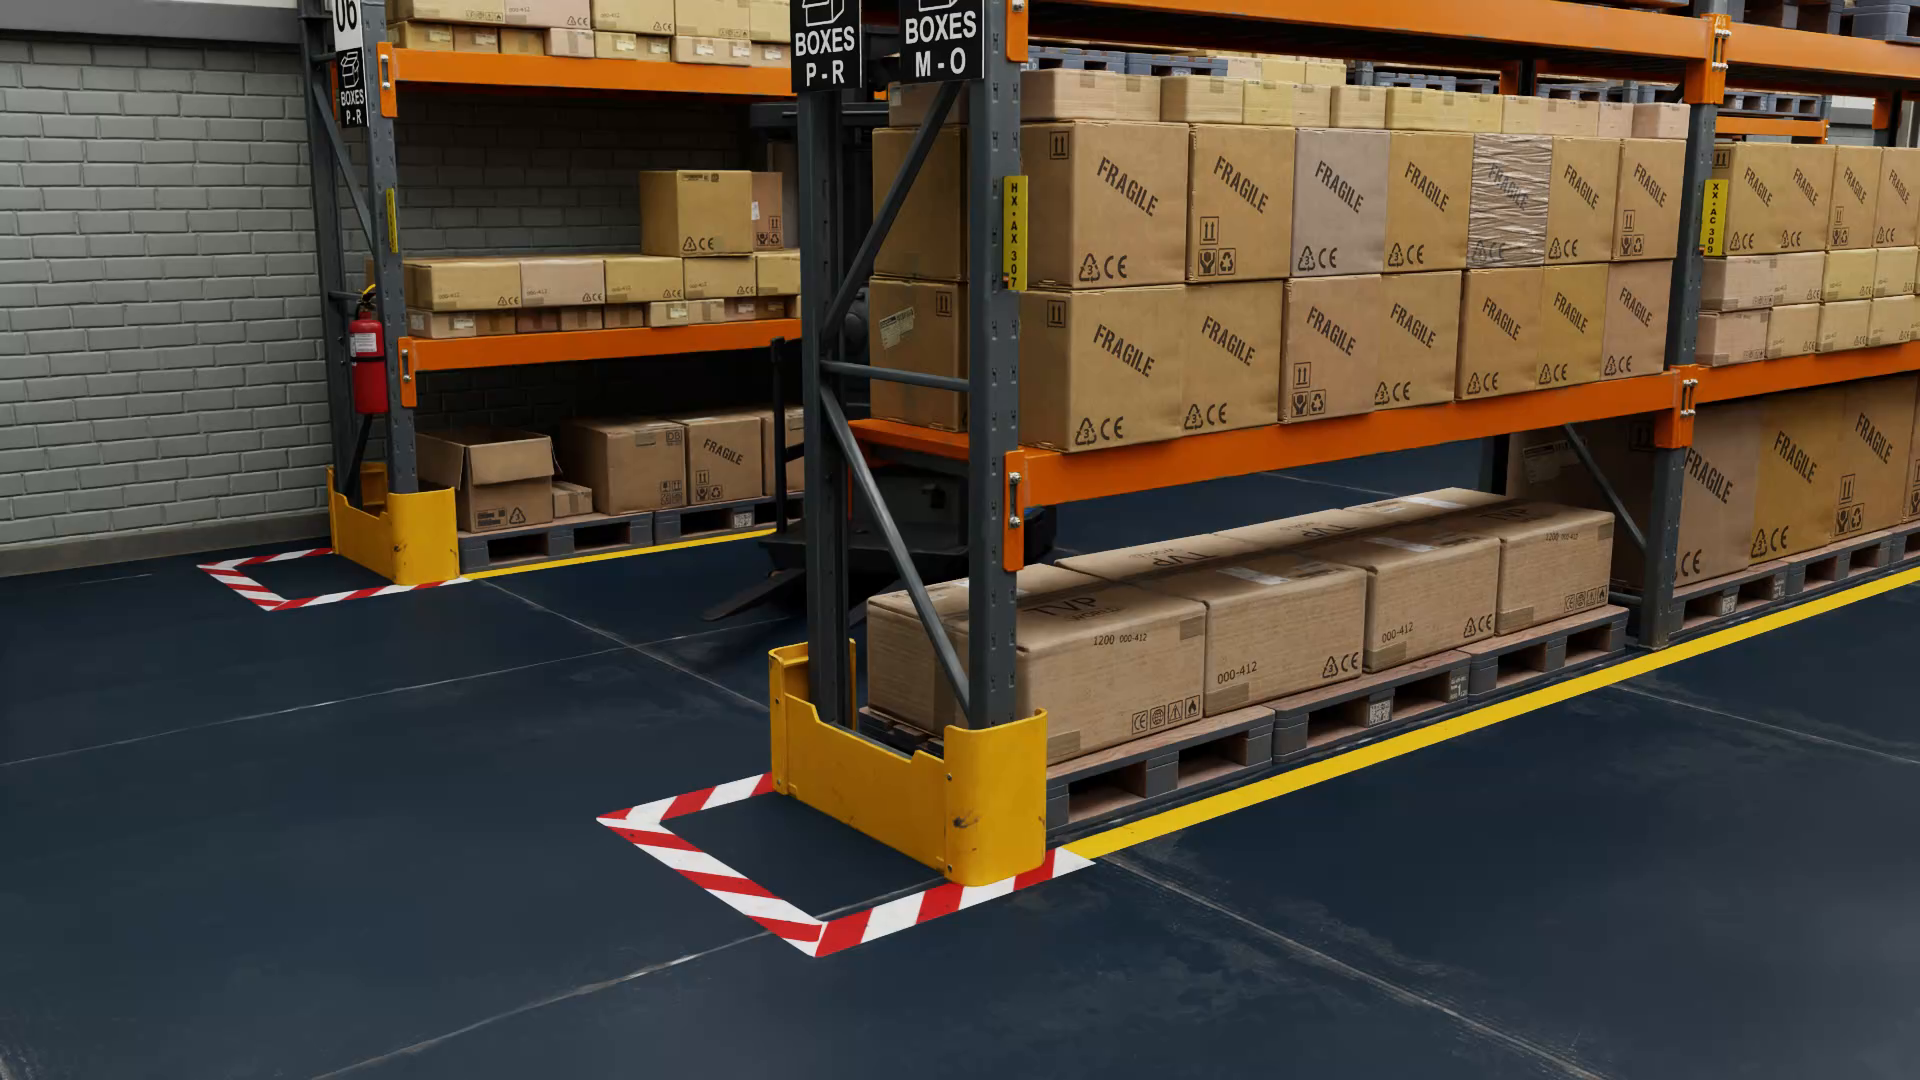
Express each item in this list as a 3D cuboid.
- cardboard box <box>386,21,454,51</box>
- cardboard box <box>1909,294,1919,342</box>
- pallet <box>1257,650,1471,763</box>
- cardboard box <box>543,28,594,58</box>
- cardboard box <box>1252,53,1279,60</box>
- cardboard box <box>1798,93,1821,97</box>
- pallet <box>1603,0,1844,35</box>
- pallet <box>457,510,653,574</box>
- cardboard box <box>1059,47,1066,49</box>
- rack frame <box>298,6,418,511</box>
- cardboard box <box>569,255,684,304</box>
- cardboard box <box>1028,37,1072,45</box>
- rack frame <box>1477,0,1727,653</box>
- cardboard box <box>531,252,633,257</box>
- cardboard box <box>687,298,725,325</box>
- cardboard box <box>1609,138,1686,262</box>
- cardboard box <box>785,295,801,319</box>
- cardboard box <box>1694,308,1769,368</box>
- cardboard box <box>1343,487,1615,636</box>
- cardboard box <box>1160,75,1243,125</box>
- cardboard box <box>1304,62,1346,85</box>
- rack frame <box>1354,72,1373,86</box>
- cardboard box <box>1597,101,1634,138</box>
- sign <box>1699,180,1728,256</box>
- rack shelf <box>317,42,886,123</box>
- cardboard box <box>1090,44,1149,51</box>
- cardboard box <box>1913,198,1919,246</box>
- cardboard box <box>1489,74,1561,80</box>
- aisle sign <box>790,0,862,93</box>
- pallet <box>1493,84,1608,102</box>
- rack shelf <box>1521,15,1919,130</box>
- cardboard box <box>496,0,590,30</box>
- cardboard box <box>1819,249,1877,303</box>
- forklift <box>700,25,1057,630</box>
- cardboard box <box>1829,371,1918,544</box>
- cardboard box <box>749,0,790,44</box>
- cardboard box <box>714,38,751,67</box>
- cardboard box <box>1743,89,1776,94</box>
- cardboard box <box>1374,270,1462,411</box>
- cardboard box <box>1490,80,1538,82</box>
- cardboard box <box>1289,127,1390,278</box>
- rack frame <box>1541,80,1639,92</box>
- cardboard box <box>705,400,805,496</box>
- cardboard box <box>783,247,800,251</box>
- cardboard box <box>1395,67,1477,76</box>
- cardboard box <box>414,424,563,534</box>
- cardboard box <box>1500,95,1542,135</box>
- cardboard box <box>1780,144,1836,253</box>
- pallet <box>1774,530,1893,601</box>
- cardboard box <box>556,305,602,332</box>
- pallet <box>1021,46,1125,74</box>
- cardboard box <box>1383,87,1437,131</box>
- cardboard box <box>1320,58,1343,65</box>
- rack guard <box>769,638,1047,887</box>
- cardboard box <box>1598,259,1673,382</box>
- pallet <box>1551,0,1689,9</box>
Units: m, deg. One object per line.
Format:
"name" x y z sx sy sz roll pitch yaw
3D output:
"cardboard box" -2.892 -2.668 8.857 0.250 0.149 0.380 -9 15 -36
"cardboard box" 5.040 -1.241 9.114 0.500 0.250 0.500 -10 15 -38
"pallet" 1.345 0.574 6.916 1.213 0.211 1.003 -9 15 -38
"cardboard box" -2.234 -2.753 9.255 0.250 0.149 0.380 -9 15 -36
"cardboard box" 2.232 -3.763 12.806 0.250 0.149 0.380 -9 15 -38
"cardboard box" 9.014 -5.070 18.070 0.500 0.500 0.500 -9 15 -36
"pallet" 3.626 -2.535 8.087 1.217 0.209 0.805 -10 16 -40
"pallet" -2.605 -0.070 9.949 1.213 0.211 1.003 -9 15 -38
"cardboard box" 0.577 -3.605 12.014 0.250 0.149 0.380 -10 16 -39
"rack frame" -3.286 -1.320 9.125 0.127 3.000 1.000 -9 15 -38
"cardboard box" -1.976 -1.539 9.802 0.500 0.250 0.500 -10 15 -39
"cardboard box" 0.543 -3.440 11.241 0.250 0.149 0.380 -9 15 -37
"rack frame" 2.941 -1.035 7.781 0.127 3.000 1.000 -9 15 -38
"cardboard box" -2.300 -1.625 10.207 0.500 0.250 0.500 -9 15 -36
"cardboard box" -1.628 -1.392 10.069 0.250 0.149 0.380 -9 15 -36
"cardboard box" 2.745 -1.467 7.167 0.500 0.500 0.500 -10 15 -38
"cardboard box" -1.035 -1.492 10.538 0.250 0.149 0.380 -10 15 -38
"cardboard box" 3.450 -0.976 7.863 0.500 0.250 0.500 -10 15 -39
"cardboard box" 2.384 0.077 7.701 0.875 0.438 0.875 -10 15 -38
"cardboard box" 0.703 -1.433 5.446 0.250 0.149 0.380 -9 15 -36
"cardboard box" 2.712 -3.646 13.219 0.500 0.250 0.500 -10 16 -40
"rack frame" 2.961 -2.358 14.014 0.127 3.000 1.000 -9 15 -38
"cardboard box" 2.626 -1.782 7.089 0.250 0.149 0.380 -9 15 -36
"sign" 3.289 -1.407 7.259 0.005 0.325 0.100 -9 15 -38
"rack shelf" -1.724 -2.695 10.111 4.000 0.370 1.077 -9 15 -38
"cardboard box" 1.115 -3.545 11.735 0.250 0.149 0.380 -10 15 -38
"cardboard box" 5.037 -1.851 8.977 0.500 0.500 0.500 -9 15 -38
"cardboard box" 5.072 -4.322 15.005 0.500 0.311 0.500 -10 16 -40
"aisle sign" -0.432 -1.828 5.259 0.004 0.787 0.394 -9 15 -38
"pallet" 5.404 -4.135 15.618 1.217 0.209 0.805 -10 16 -40
"rack shelf" 4.503 -2.410 8.766 4.000 0.370 1.077 -9 15 -38
"cardboard box" -2.385 -2.942 9.187 0.500 0.250 0.500 -9 15 -37
"cardboard box" 4.261 -1.351 8.426 0.500 0.250 0.500 -9 15 -37
"forklift" -0.368 -1.141 8.447 1.130 2.935 3.031 4 13 18
"cardboard box" 4.774 -0.529 9.501 0.875 0.875 0.875 -9 15 -37
"cardboard box" -1.189 -3.142 10.127 0.500 0.250 0.500 -9 15 -36
"cardboard box" -1.442 -2.885 9.876 0.250 0.149 0.380 -9 15 -37
"cardboard box" 8.152 -4.953 17.521 0.500 0.500 0.700 -9 15 -37
"cardboard box" 1.539 -0.781 6.346 0.500 0.500 0.500 -9 15 -36
"cardboard box" 5.178 -4.346 15.505 0.250 0.149 0.380 -9 15 -38
"cardboard box" 1.167 -1.206 5.939 0.500 0.500 0.500 -10 15 -38
"rack frame" 6.084 -5.812 15.835 0.127 3.000 1.000 -9 15 -38
"cardboard box" -1.247 -0.606 10.770 0.500 0.500 0.700 -10 16 -40
"cardboard box" -1.105 -1.825 11.146 0.500 0.250 0.500 -10 15 -38
"cardboard box" 4.010 -4.265 14.279 0.500 0.500 0.700 -10 15 -39
"cardboard box" -2.749 -0.369 9.642 0.637 0.503 0.797 -10 16 -40
"cardboard box" 2.066 -1.677 6.596 0.250 0.149 0.380 -10 15 -38
"cardboard box" 3.844 -1.654 8.048 0.500 0.500 0.500 -10 15 -38
"pallet" 4.450 0.058 9.349 1.213 0.211 1.003 -9 15 -38
"cardboard box" -2.269 -1.299 9.628 0.250 0.149 0.380 -9 15 -36
"pallet" 0.391 -3.288 11.623 1.003 0.211 1.213 -9 15 -38
"cardboard box" 1.505 -1.567 6.076 0.250 0.149 0.380 -10 16 -39
"cardboard box" 2.834 -3.862 13.276 0.250 0.149 0.380 -9 15 -37
"rack guard" -0.201 0.710 5.581 0.348 0.500 1.175 -9 15 -38
"cardboard box" 2.739 -0.982 7.292 0.500 0.500 0.500 -9 15 -37
"pallet" 2.296 -2.354 6.986 1.213 0.211 1.003 -9 15 -38
